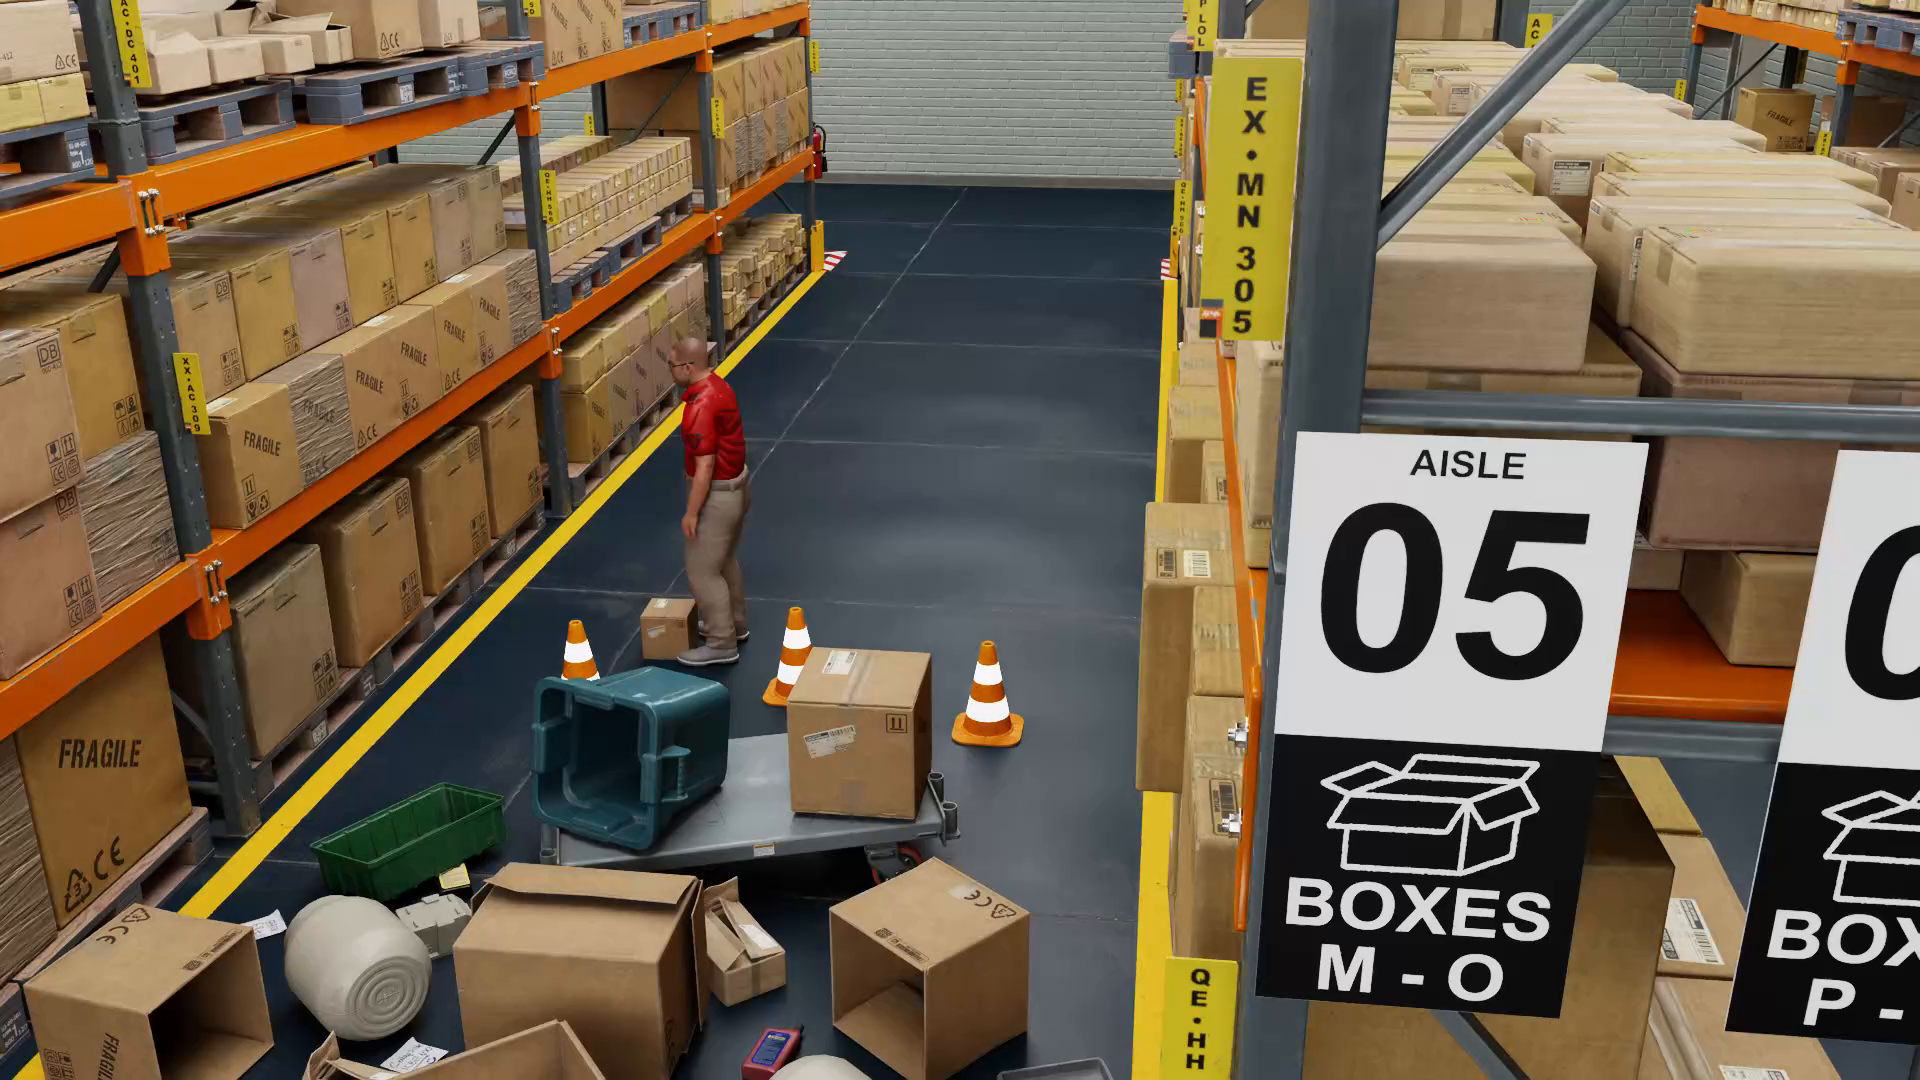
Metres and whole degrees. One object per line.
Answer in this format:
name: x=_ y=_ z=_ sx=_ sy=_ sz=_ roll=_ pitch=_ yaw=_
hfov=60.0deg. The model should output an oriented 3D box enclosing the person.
person: x=-1.301 y=-0.208 z=8.643 sx=0.395 sy=1.727 sz=0.587 roll=3 pitch=21 yaw=7
